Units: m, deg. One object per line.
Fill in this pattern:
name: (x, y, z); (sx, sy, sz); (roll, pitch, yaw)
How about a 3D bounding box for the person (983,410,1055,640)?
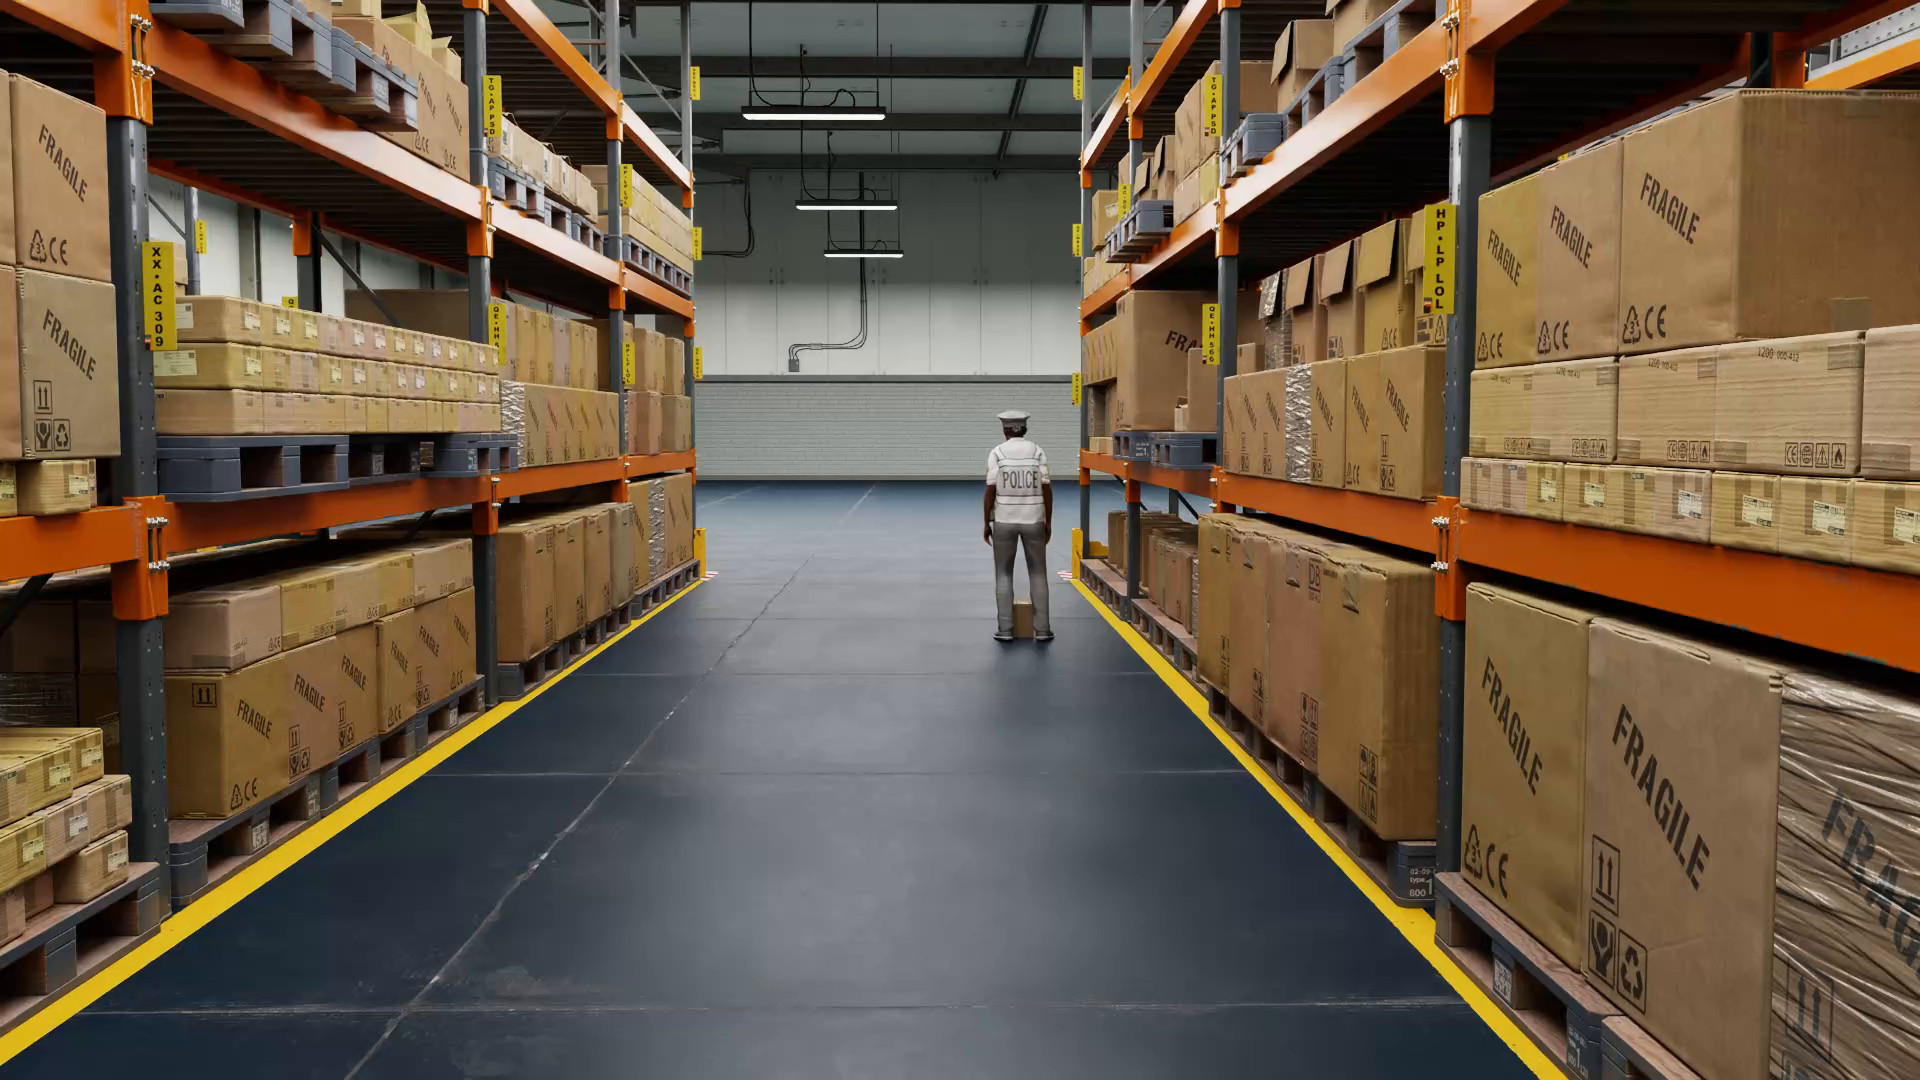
person: (0.430, -0.106, 12.054); (0.531, 1.661, 0.320); (0, 4, -4)
